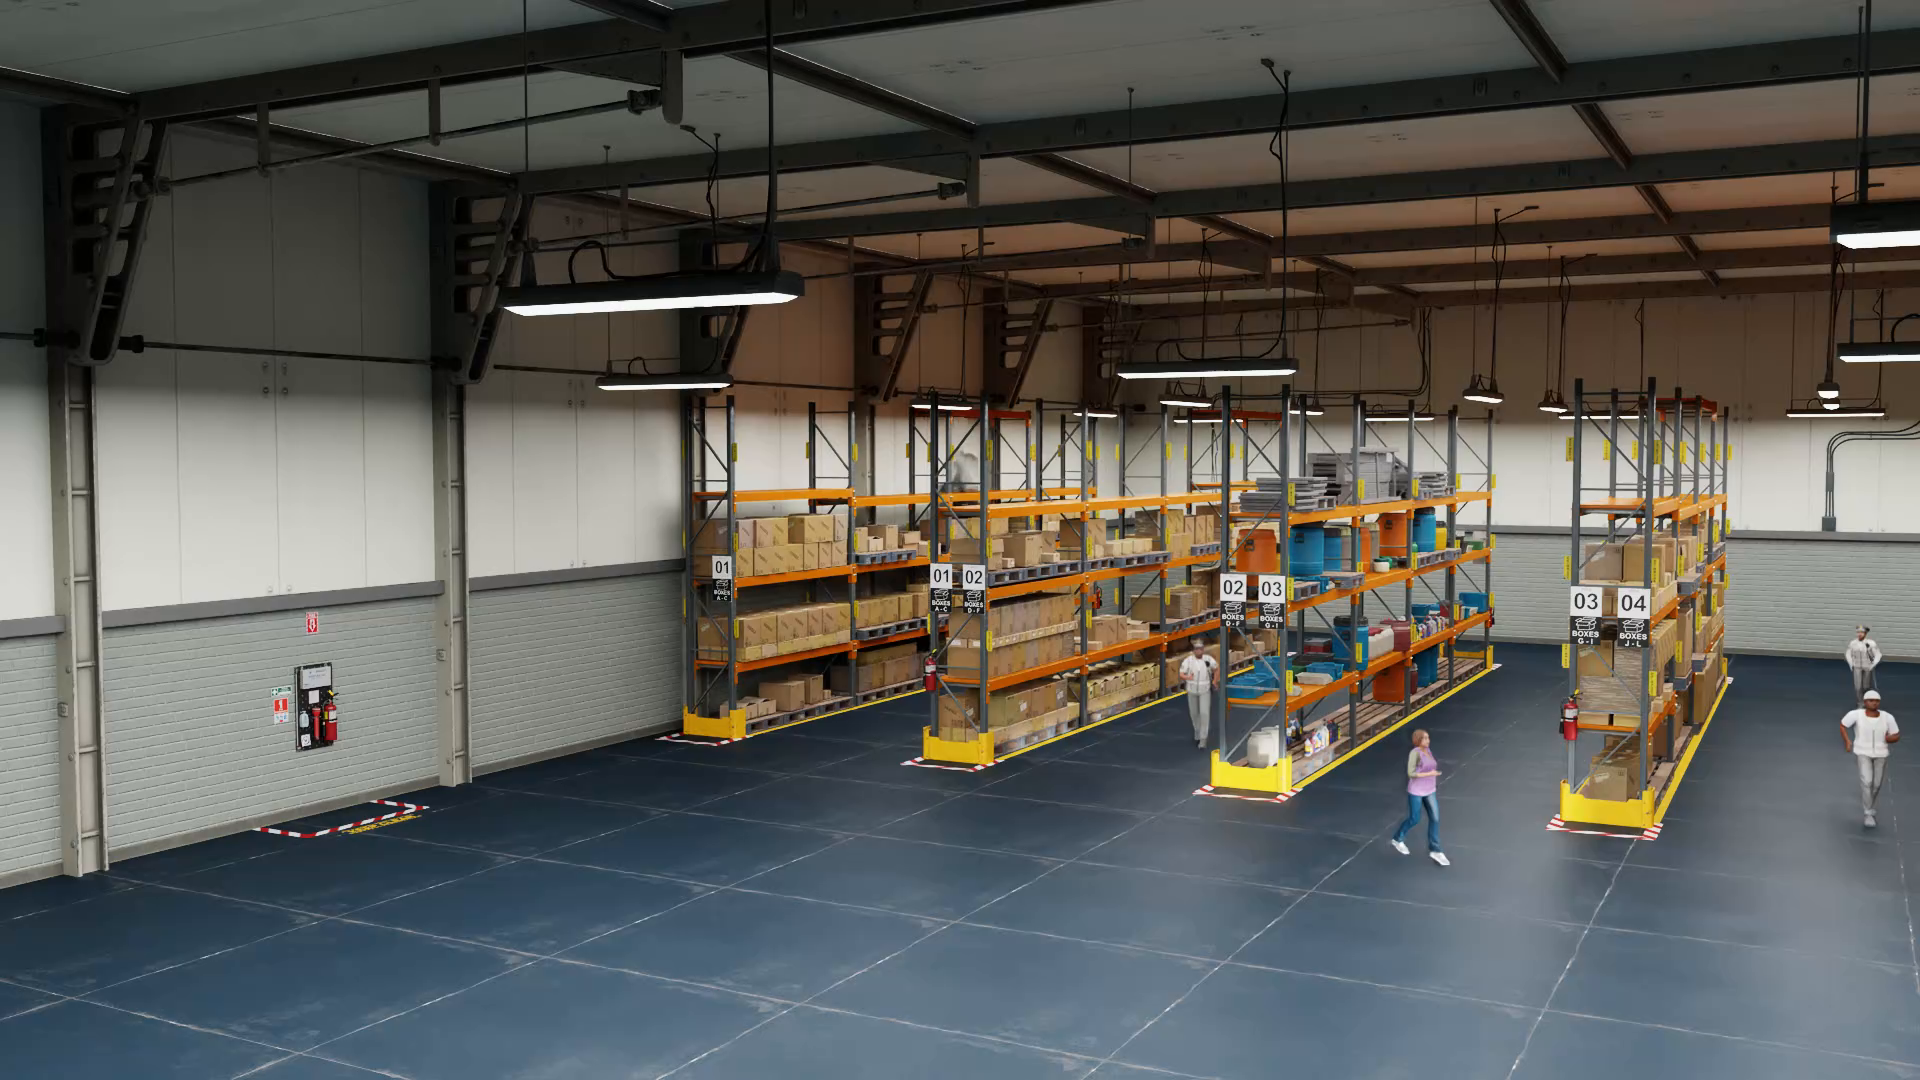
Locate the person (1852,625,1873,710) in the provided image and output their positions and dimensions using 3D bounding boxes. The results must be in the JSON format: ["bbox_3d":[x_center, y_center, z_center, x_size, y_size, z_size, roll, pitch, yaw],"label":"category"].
[{"bbox_3d":[17.541,2.482,32.299,0.385,1.668,0.452,2,4,37],"label":"person"}]

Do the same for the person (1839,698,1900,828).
[{"bbox_3d":[12.319,2.941,22.491,0.688,1.751,0.841,1,3,15],"label":"person"}]

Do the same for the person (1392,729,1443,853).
[{"bbox_3d":[5.612,3.047,20.319,0.526,1.495,0.717,-2,4,-35],"label":"person"}]

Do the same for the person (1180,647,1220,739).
[{"bbox_3d":[4.084,2.555,28.427,0.648,1.619,0.826,1,3,15],"label":"person"}]
